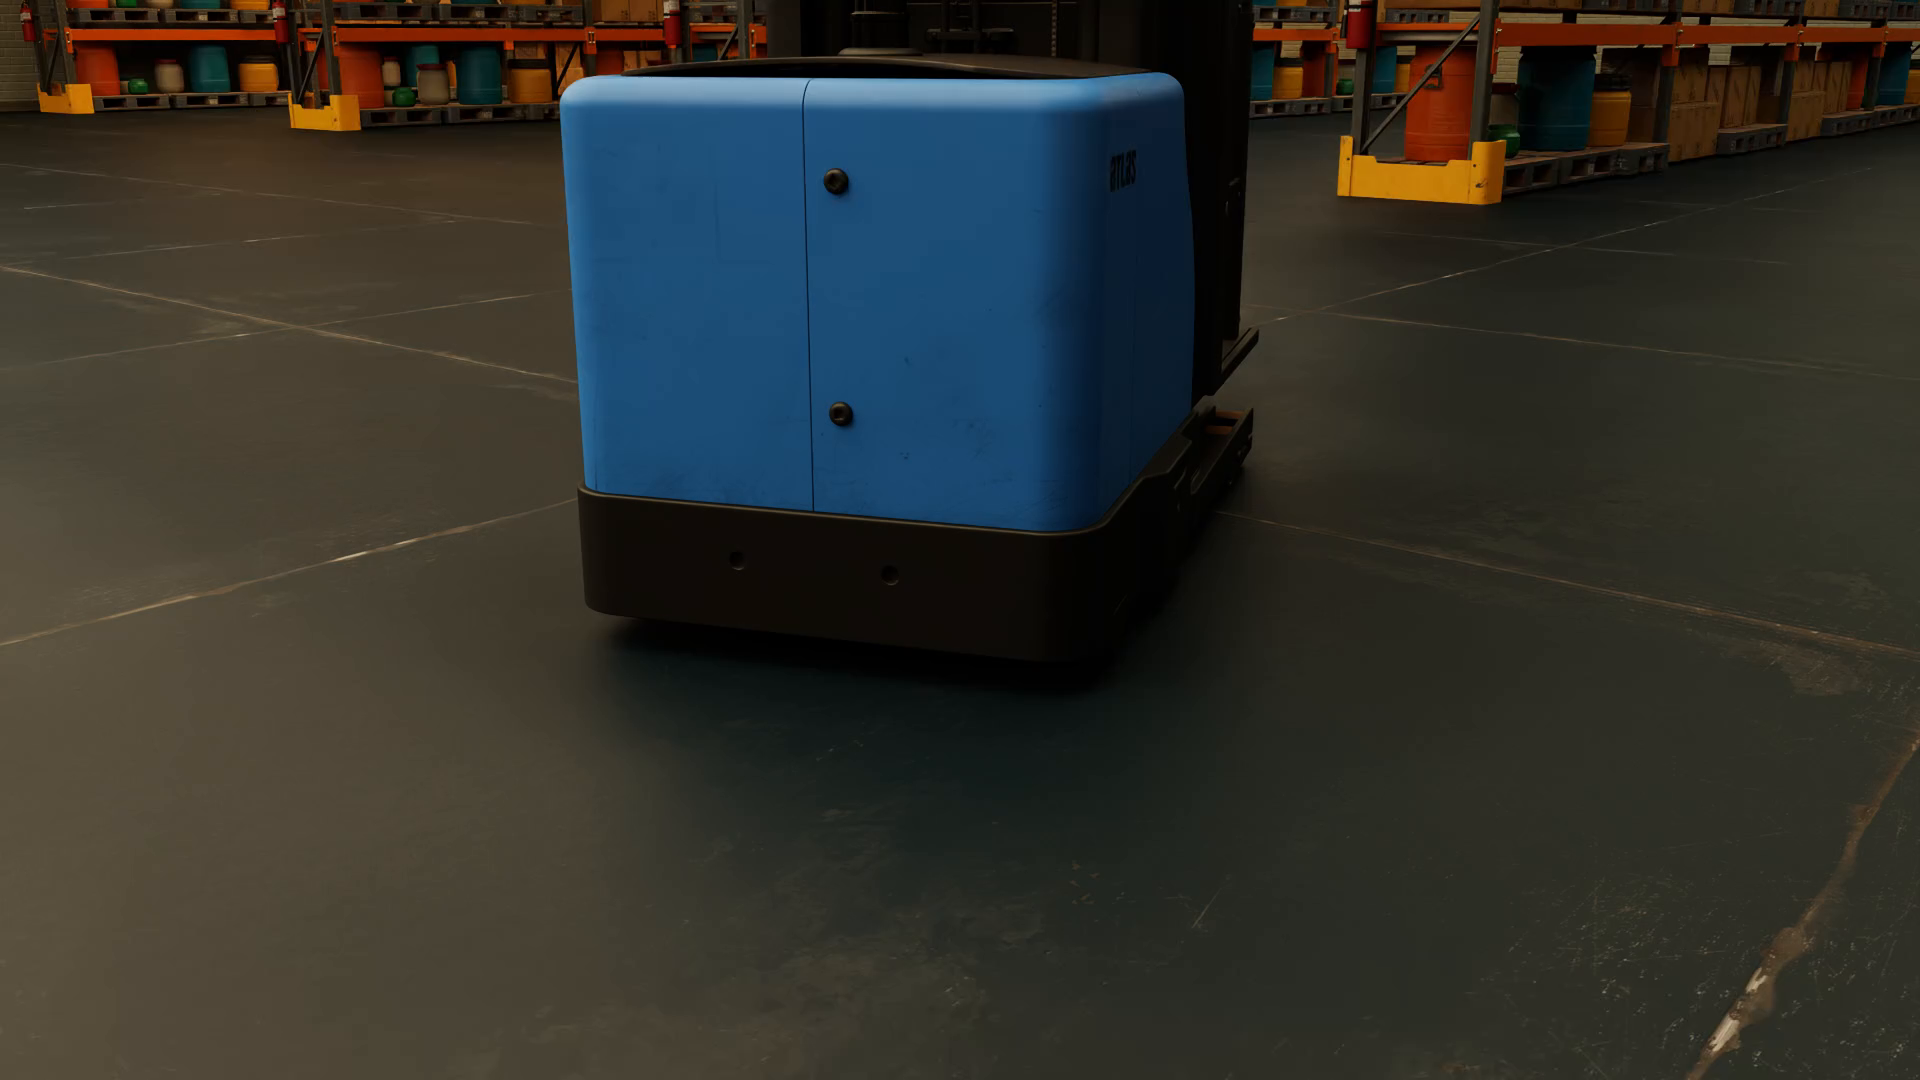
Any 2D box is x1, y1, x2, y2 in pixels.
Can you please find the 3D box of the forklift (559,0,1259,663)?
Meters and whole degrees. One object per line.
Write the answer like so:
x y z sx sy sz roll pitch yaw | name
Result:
0.182 -1.571 4.072 1.130 2.935 3.031 5 18 17 | forklift
